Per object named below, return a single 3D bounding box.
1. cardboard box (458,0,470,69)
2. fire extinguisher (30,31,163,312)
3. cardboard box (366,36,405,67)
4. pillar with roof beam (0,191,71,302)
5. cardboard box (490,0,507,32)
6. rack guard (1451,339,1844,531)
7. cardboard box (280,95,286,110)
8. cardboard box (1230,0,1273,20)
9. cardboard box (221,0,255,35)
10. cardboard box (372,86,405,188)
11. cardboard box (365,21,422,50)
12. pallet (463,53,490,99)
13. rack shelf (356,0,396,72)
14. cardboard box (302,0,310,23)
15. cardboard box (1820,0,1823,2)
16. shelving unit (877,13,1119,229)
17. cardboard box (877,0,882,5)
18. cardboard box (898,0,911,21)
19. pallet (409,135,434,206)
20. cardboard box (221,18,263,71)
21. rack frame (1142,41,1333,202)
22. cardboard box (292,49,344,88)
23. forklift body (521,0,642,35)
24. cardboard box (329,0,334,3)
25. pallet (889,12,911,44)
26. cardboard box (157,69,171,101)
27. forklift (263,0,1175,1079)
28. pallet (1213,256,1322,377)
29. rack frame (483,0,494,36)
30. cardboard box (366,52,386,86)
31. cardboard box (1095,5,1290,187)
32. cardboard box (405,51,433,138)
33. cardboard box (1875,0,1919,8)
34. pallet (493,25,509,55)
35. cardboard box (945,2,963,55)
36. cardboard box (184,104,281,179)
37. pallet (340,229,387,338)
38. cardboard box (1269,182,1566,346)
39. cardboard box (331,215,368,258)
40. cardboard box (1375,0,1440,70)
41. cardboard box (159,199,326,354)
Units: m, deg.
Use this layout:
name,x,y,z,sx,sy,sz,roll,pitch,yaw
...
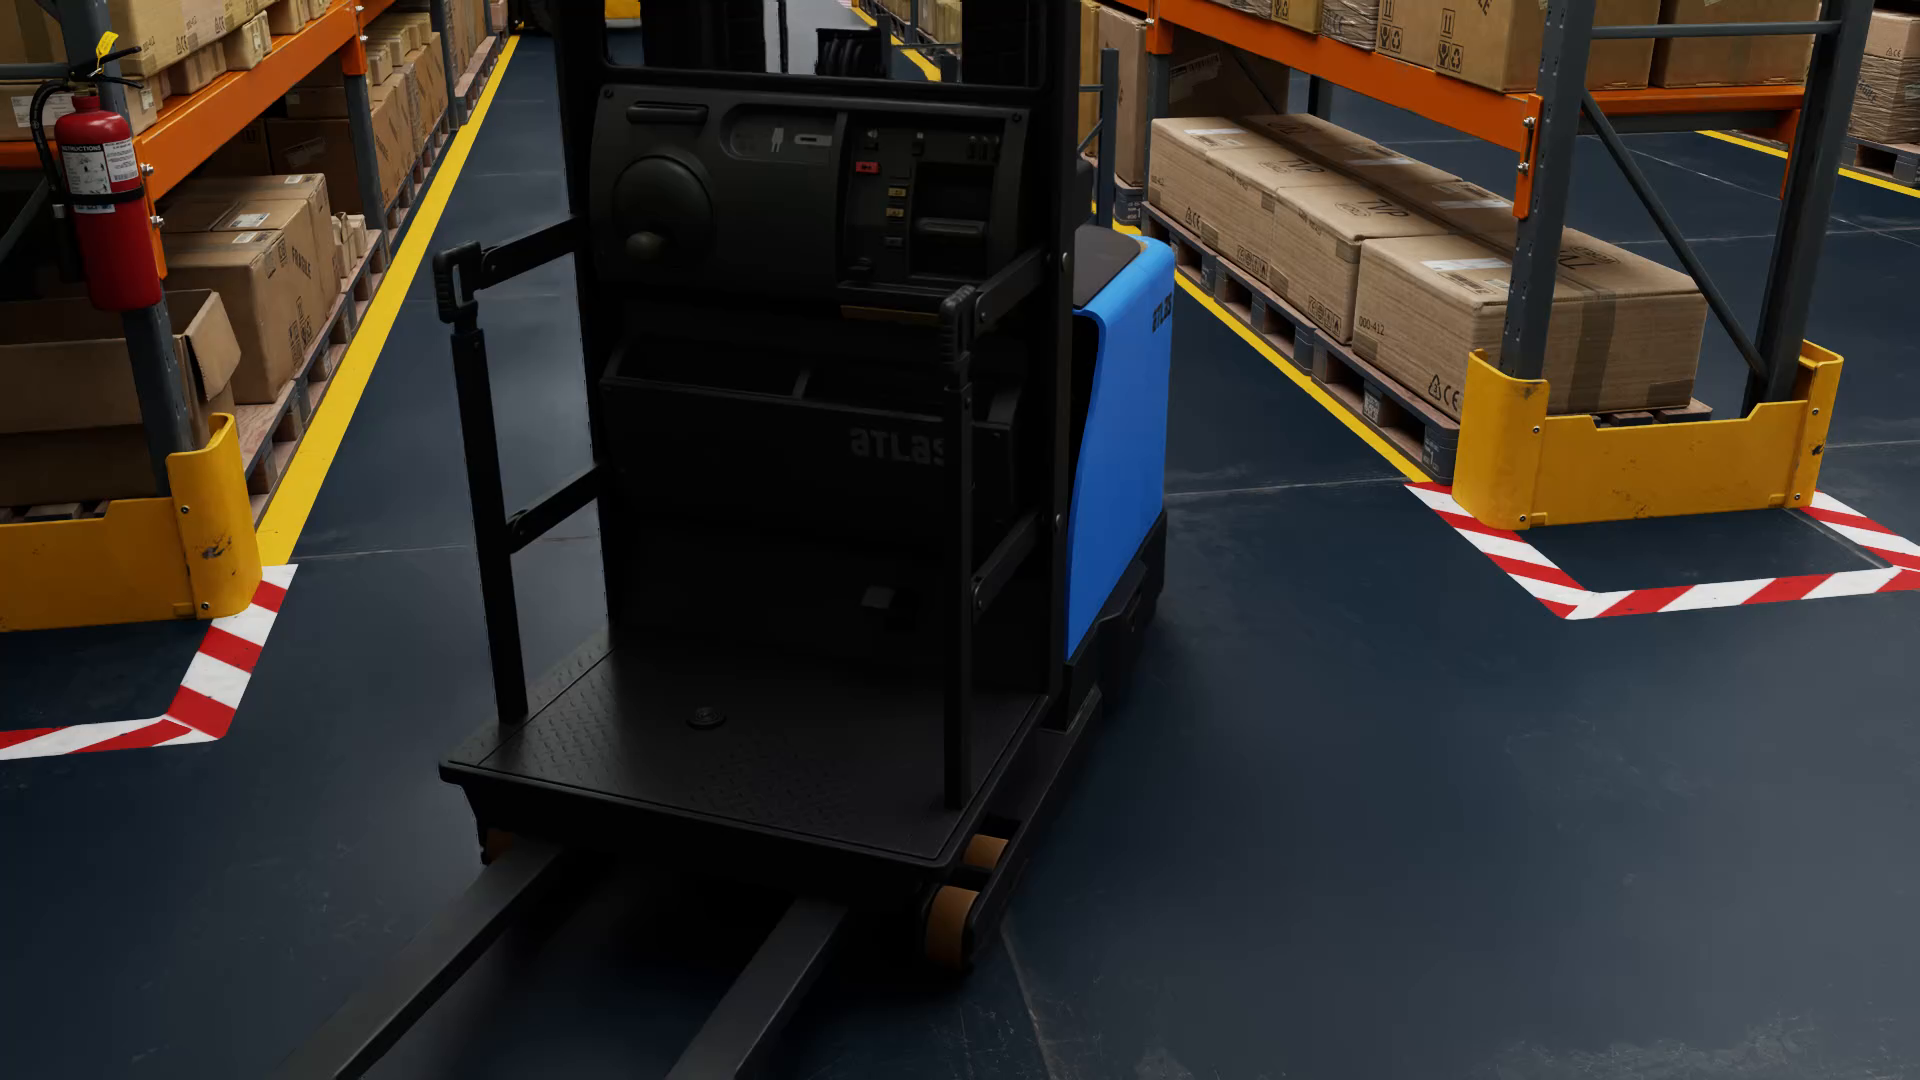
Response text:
name,x,y,z,sx,sy,sz,roll,pitch,yaw
cardboard box,-4.473,-4.170,13.492,0.875,0.625,0.625,-5,24,-12
fire extinguisher,-2.158,-0.921,4.174,0.296,0.674,0.183,-4,24,-10
cardboard box,-3.560,-2.943,10.029,0.380,0.149,0.250,-5,24,-12
pillar with roof beam,0.095,-5.452,6.490,9.100,9.000,0.400,-4,24,-10
cardboard box,-4.622,-5.019,15.904,0.500,0.250,0.500,-4,24,-9
rack guard,2.243,-0.365,5.461,1.175,0.500,0.348,-4,24,-10
cardboard box,-3.311,-2.333,8.632,0.380,0.149,0.250,-5,24,-11
cardboard box,1.503,-2.541,7.195,0.500,0.500,0.500,-4,24,-9
cardboard box,-2.649,-1.815,5.473,0.500,0.250,0.500,-5,24,-11
cardboard box,-3.355,-2.187,9.109,0.500,0.500,0.500,-5,24,-10
cardboard box,-3.692,-3.255,10.743,0.380,0.149,0.250,-5,24,-12
pallet,-4.454,-3.826,13.746,1.003,0.211,1.213,-4,24,-10
rack shelf,-3.748,-3.182,9.686,1.077,0.370,4.000,-4,24,-10
cardboard box,-2.908,-2.196,6.845,0.380,0.149,0.250,-4,24,-8
cardboard box,5.765,-3.574,11.348,0.500,0.250,0.500,-5,24,-12
shelving unit,0.087,-0.854,5.332,0.587,1.500,1.083,-5,24,-11
cardboard box,-0.643,-5.993,18.135,0.500,0.250,0.500,-3,24,-6
cardboard box,-0.354,-5.385,16.743,0.500,0.250,0.500,-3,24,-7
pallet,-3.795,-2.245,10.126,1.003,0.211,1.213,-4,24,-10
cardboard box,-2.619,-1.696,5.700,0.380,0.149,0.250,-5,24,-11
rack frame,1.499,-3.093,8.585,1.000,3.000,0.127,-4,24,-10
cardboard box,-3.243,-2.361,8.326,0.380,0.149,0.250,-5,24,-11
forklift body,-3.454,-6.445,17.319,2.313,2.155,1.214,-4,24,-10
cardboard box,-3.071,-2.503,7.547,0.380,0.149,0.250,-4,24,-9
pallet,-0.140,-5.224,16.947,1.003,0.211,1.213,-4,24,-10
cardboard box,-2.605,-1.383,4.983,0.380,0.149,0.250,-5,24,-10
forklift,-0.384,-0.674,3.131,1.130,2.935,3.031,8,25,18
pallet,1.791,-1.030,7.344,1.003,0.211,1.213,-4,24,-10
rack frame,-4.858,-5.871,14.946,1.000,3.000,0.127,-4,24,-10
cardboard box,-3.443,-2.641,9.337,0.380,0.149,0.250,-4,24,-10
cardboard box,1.305,-2.550,9.471,0.875,0.875,0.875,-4,24,-8
cardboard box,-3.647,-2.791,10.492,0.500,0.500,0.500,-3,24,-7
cardboard box,6.367,-3.410,10.971,0.500,0.250,0.500,-4,24,-8
pallet,-4.964,-4.909,16.227,1.003,0.211,1.213,-4,24,-10
cardboard box,0.385,-4.466,14.487,0.950,0.372,0.625,-4,24,-8
cardboard box,-3.760,-1.943,8.549,0.500,0.500,0.500,-4,24,-10
pallet,-3.253,-1.176,7.680,1.003,0.211,1.213,-4,24,-10
cardboard box,1.841,-1.150,6.812,0.875,0.438,0.875,-4,24,-8
cardboard box,-2.987,-1.413,7.775,0.380,0.149,0.250,-5,24,-11
cardboard box,1.811,-1.935,5.807,0.500,0.500,0.500,-5,24,-11
cardboard box,-2.778,-1.000,6.391,0.500,0.500,0.500,-4,24,-9
